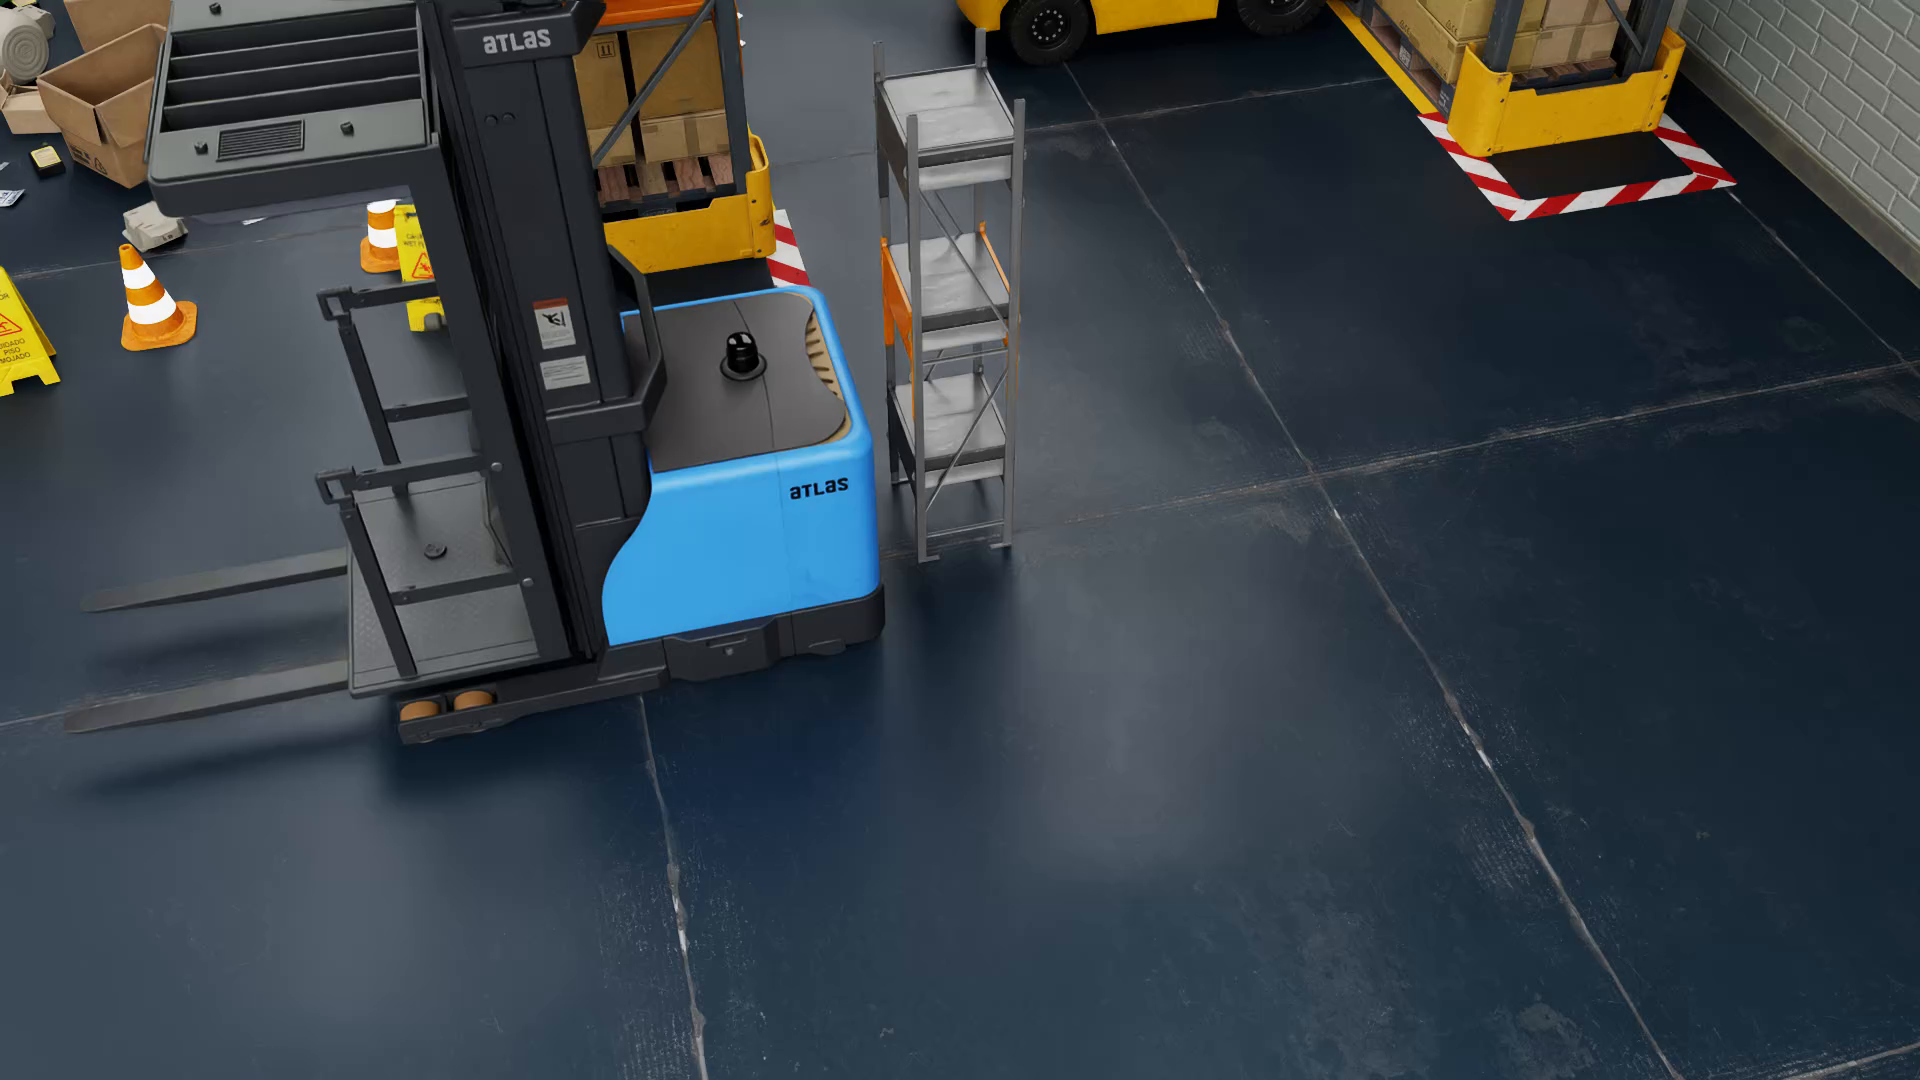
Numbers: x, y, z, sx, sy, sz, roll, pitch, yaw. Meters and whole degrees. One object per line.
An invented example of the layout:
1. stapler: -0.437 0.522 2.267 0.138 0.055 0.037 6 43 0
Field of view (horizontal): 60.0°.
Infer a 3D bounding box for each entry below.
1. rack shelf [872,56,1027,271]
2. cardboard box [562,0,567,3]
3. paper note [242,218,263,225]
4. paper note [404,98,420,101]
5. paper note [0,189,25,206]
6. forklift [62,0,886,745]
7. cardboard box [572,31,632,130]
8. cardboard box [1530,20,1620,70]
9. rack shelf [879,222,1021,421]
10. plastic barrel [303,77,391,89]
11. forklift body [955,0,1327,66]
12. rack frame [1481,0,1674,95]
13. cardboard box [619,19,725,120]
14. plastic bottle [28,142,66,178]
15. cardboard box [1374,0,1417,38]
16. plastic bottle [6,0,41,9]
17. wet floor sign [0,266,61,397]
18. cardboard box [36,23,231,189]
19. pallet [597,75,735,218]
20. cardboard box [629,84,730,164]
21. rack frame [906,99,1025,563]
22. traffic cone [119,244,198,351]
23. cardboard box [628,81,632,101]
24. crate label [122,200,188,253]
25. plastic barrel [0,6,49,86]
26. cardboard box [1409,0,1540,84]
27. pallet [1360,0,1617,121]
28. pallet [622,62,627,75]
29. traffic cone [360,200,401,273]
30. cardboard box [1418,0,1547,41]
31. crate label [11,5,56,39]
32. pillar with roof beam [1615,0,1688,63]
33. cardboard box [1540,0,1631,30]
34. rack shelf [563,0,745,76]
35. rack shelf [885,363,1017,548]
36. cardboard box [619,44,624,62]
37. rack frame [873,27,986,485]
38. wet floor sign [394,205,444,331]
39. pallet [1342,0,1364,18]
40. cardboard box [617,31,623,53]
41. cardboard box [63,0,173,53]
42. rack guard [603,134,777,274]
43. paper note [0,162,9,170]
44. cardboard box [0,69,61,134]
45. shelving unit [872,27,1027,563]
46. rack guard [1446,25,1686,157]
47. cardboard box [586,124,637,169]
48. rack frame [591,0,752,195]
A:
1. rack shelf: -0.042 -1.330 5.873 0.431 0.518 0.480 -11 47 -10
2. cardboard box: -1.810 -2.585 7.609 0.380 0.149 0.250 -9 46 -9
3. paper note: -3.674 -1.703 8.648 0.148 0.019 0.142 -26 51 -24
4. paper note: -3.094 -2.526 9.455 0.142 0.019 0.148 -26 51 -24
5. paper note: -5.016 -1.803 8.748 0.144 0.017 0.142 4 46 4
6. forklift: -1.869 -0.684 5.619 3.031 2.935 1.130 -11 47 -10
7. cardboard box: -1.965 -2.406 8.365 0.500 0.500 0.500 -10 46 -10
8. cardboard box: 3.353 -2.923 9.396 0.500 0.250 0.500 -11 47 -10
9. rack shelf: -0.042 -0.840 6.373 0.431 0.518 0.480 -11 47 -10
10. plastic barrel: -3.500 -2.701 9.351 0.512 0.421 0.421 19 48 17
11. forklift body: 1.041 -4.042 9.456 2.313 2.155 1.214 -11 47 -10
12. rack frame: 3.290 -3.364 8.197 1.000 3.000 0.127 -11 47 -10
13. cardboard box: -1.453 -2.524 8.481 0.500 0.500 0.500 -12 47 -12
14. plastic bottle: -4.937 -2.057 8.974 0.133 0.061 0.283 -26 51 -24
15. cardboard box: 2.746 -3.160 9.628 0.500 0.250 0.500 -11 47 -10
16. plastic bottle: -5.761 -3.297 10.189 0.133 0.061 0.283 -35 55 -30
17. wet floor sign: -4.345 -0.997 7.526 0.267 0.644 0.232 -18 48 -17
18. cardboard box: -4.405 -2.330 8.931 0.637 0.503 0.797 27 51 24
19. pallet: -1.701 -2.097 8.908 1.003 0.211 1.213 -11 47 -10
20. cardboard box: -1.447 -2.246 8.732 0.500 0.250 0.500 -11 47 -11
21. rack frame: 0.020 -0.681 6.198 0.400 2.100 0.015 -11 47 -10
22. traffic cone: -3.851 -1.189 7.842 0.336 0.463 0.334 -11 47 -10
23. cardboard box: -1.570 -2.599 9.079 0.500 0.250 0.500 -9 46 -9
24. crate label: -4.112 -1.606 8.479 0.250 0.136 0.298 -35 55 -30
25. plastic barrel: -5.518 -2.836 9.483 0.512 0.421 0.421 19 48 17
26. cardboard box: 2.864 -2.815 9.290 0.500 0.250 0.500 -10 46 -10
27. pallet: 3.053 -2.908 9.703 1.003 0.211 1.213 -11 47 -10
28. pallet: -2.010 -2.938 9.732 1.003 0.211 1.213 -11 47 -10
29. traffic cone: -2.865 -1.627 8.271 0.336 0.463 0.334 -11 47 -10
30. cardboard box: 2.863 -3.002 9.124 0.500 0.250 0.500 -11 47 -11
31. crate label: -5.571 -3.070 9.913 0.250 0.136 0.298 27 51 24
32. pillar with roof beam: -0.179 -5.322 5.916 9.100 9.000 0.400 -11 47 -10
33. cardboard box: 3.370 -3.086 9.206 0.500 0.250 0.500 -10 46 -10
34. rack shelf: -2.020 -3.583 8.915 1.077 0.370 4.000 -11 47 -10
35. rack shelf: -0.042 -0.350 6.873 0.431 0.518 0.480 -11 47 -10
36. cardboard box: -1.722 -2.974 9.446 0.500 0.250 0.500 -8 46 -8
37. rack frame: -0.105 -1.018 6.528 0.400 2.100 0.015 -11 47 -10
38. wet floor sign: -2.493 -1.303 7.826 0.267 0.644 0.232 4 46 4
39. pallet: 2.745 -3.749 10.527 1.003 0.211 1.213 -11 47 -10
40. cardboard box: -1.591 -2.885 8.834 0.500 0.500 0.500 -12 47 -12
41. cardboard box: -4.652 -3.021 9.514 0.797 0.637 0.503 -11 47 -10
42. rack guard: -1.527 -1.631 8.249 1.175 0.500 0.348 -11 47 -10
43. paper note: -5.172 -2.000 8.953 0.032 0.001 0.123 11 47 11
44. cardboard box: -5.070 -2.433 9.200 0.396 0.266 0.258 -3 46 -3
45. shelving unit: -0.042 -0.849 6.363 0.431 2.100 0.503 -11 47 -10
46. rack guard: 3.296 -2.472 9.073 1.175 0.500 0.348 -11 47 -10
47. cardboard box: -1.981 -2.164 8.652 0.500 0.250 0.500 -11 47 -11
48. rack frame: -1.508 -2.454 7.305 1.000 3.000 0.127 -11 47 -10
